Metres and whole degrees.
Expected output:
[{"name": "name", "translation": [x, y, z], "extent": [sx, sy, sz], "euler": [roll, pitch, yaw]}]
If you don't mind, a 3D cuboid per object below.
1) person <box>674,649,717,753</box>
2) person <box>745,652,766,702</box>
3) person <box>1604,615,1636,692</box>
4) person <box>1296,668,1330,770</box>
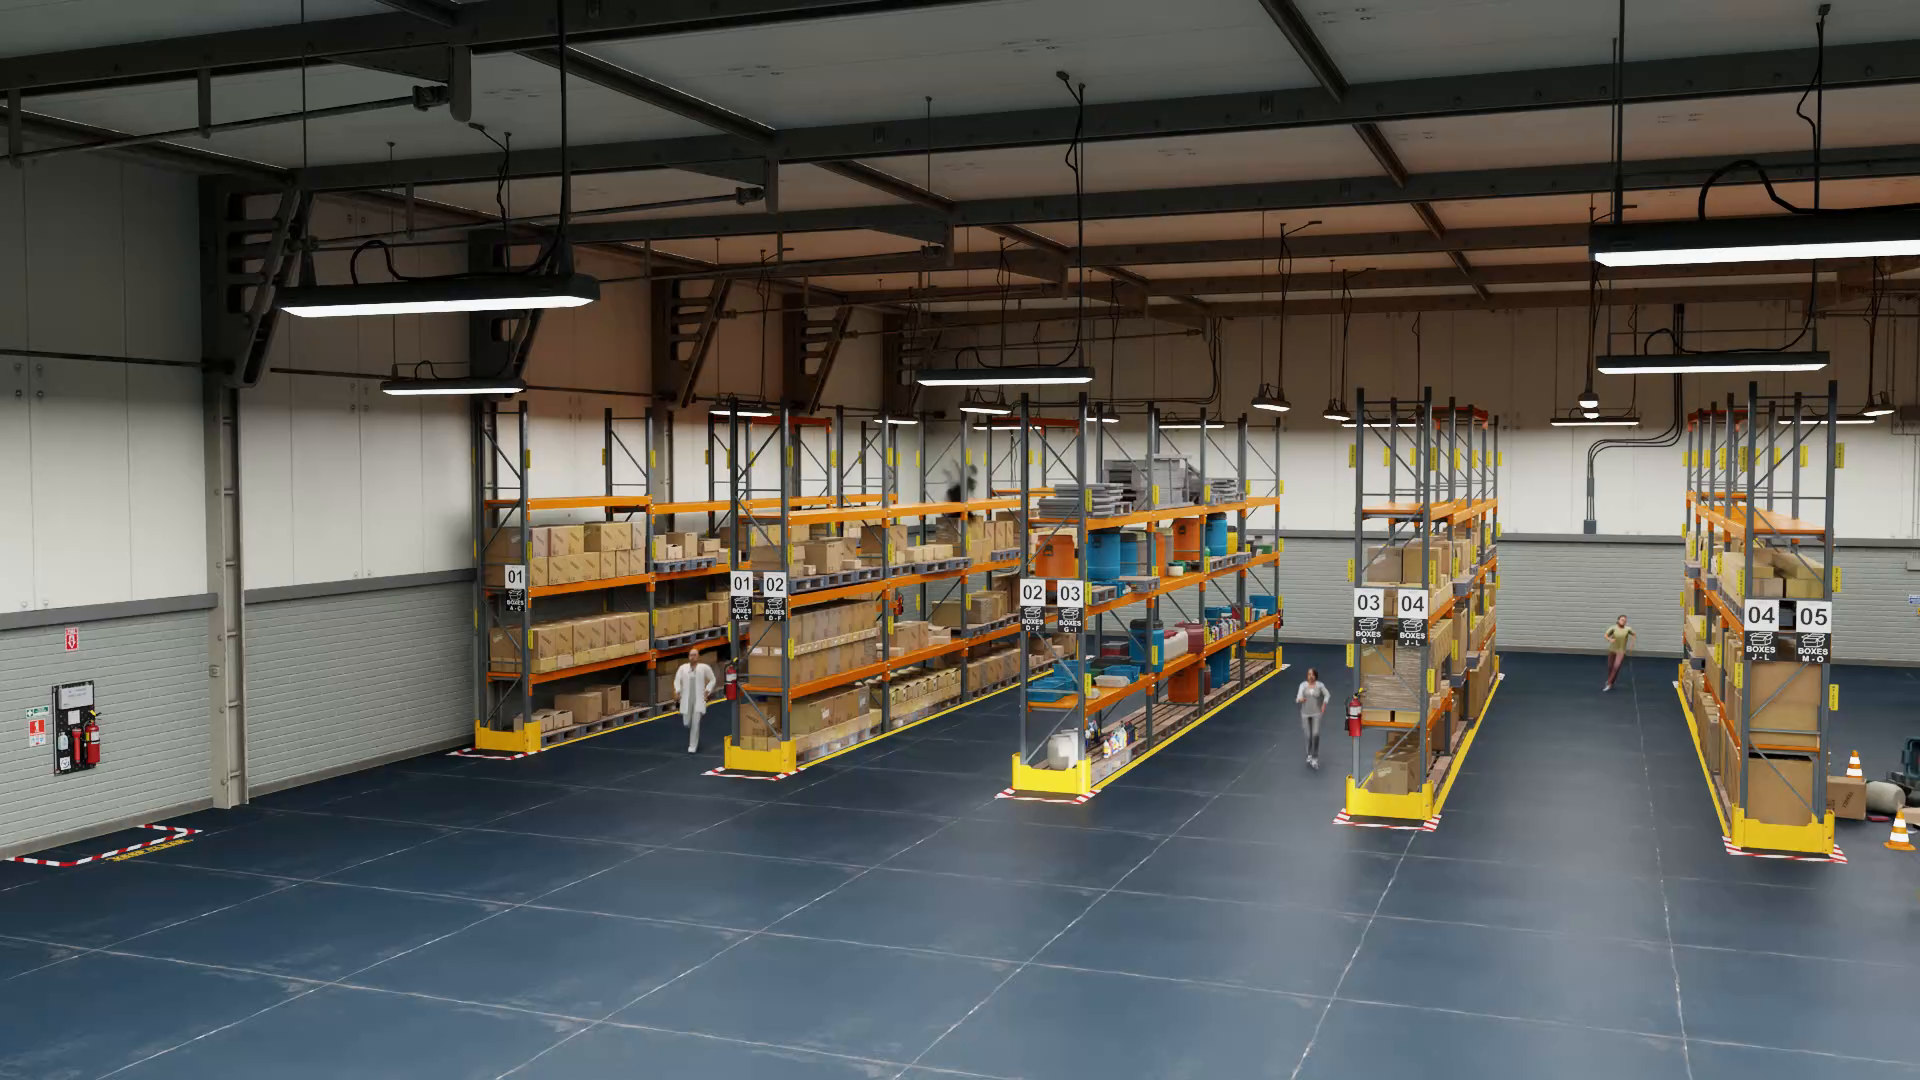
[{"name": "person", "translation": [-4.558, 2.743, 28.589], "extent": [0.723, 1.739, 0.799], "euler": [0, 3, 1]}, {"name": "person", "translation": [-3.878, 2.578, 32.186], "extent": [0.602, 1.643, 0.913], "euler": [0, 3, 10]}, {"name": "person", "translation": [14.305, 2.439, 36.080], "extent": [0.626, 1.665, 0.886], "euler": [2, 3, 30]}, {"name": "person", "translation": [5.711, 2.890, 26.989], "extent": [0.514, 1.635, 0.660], "euler": [1, 3, 19]}]
